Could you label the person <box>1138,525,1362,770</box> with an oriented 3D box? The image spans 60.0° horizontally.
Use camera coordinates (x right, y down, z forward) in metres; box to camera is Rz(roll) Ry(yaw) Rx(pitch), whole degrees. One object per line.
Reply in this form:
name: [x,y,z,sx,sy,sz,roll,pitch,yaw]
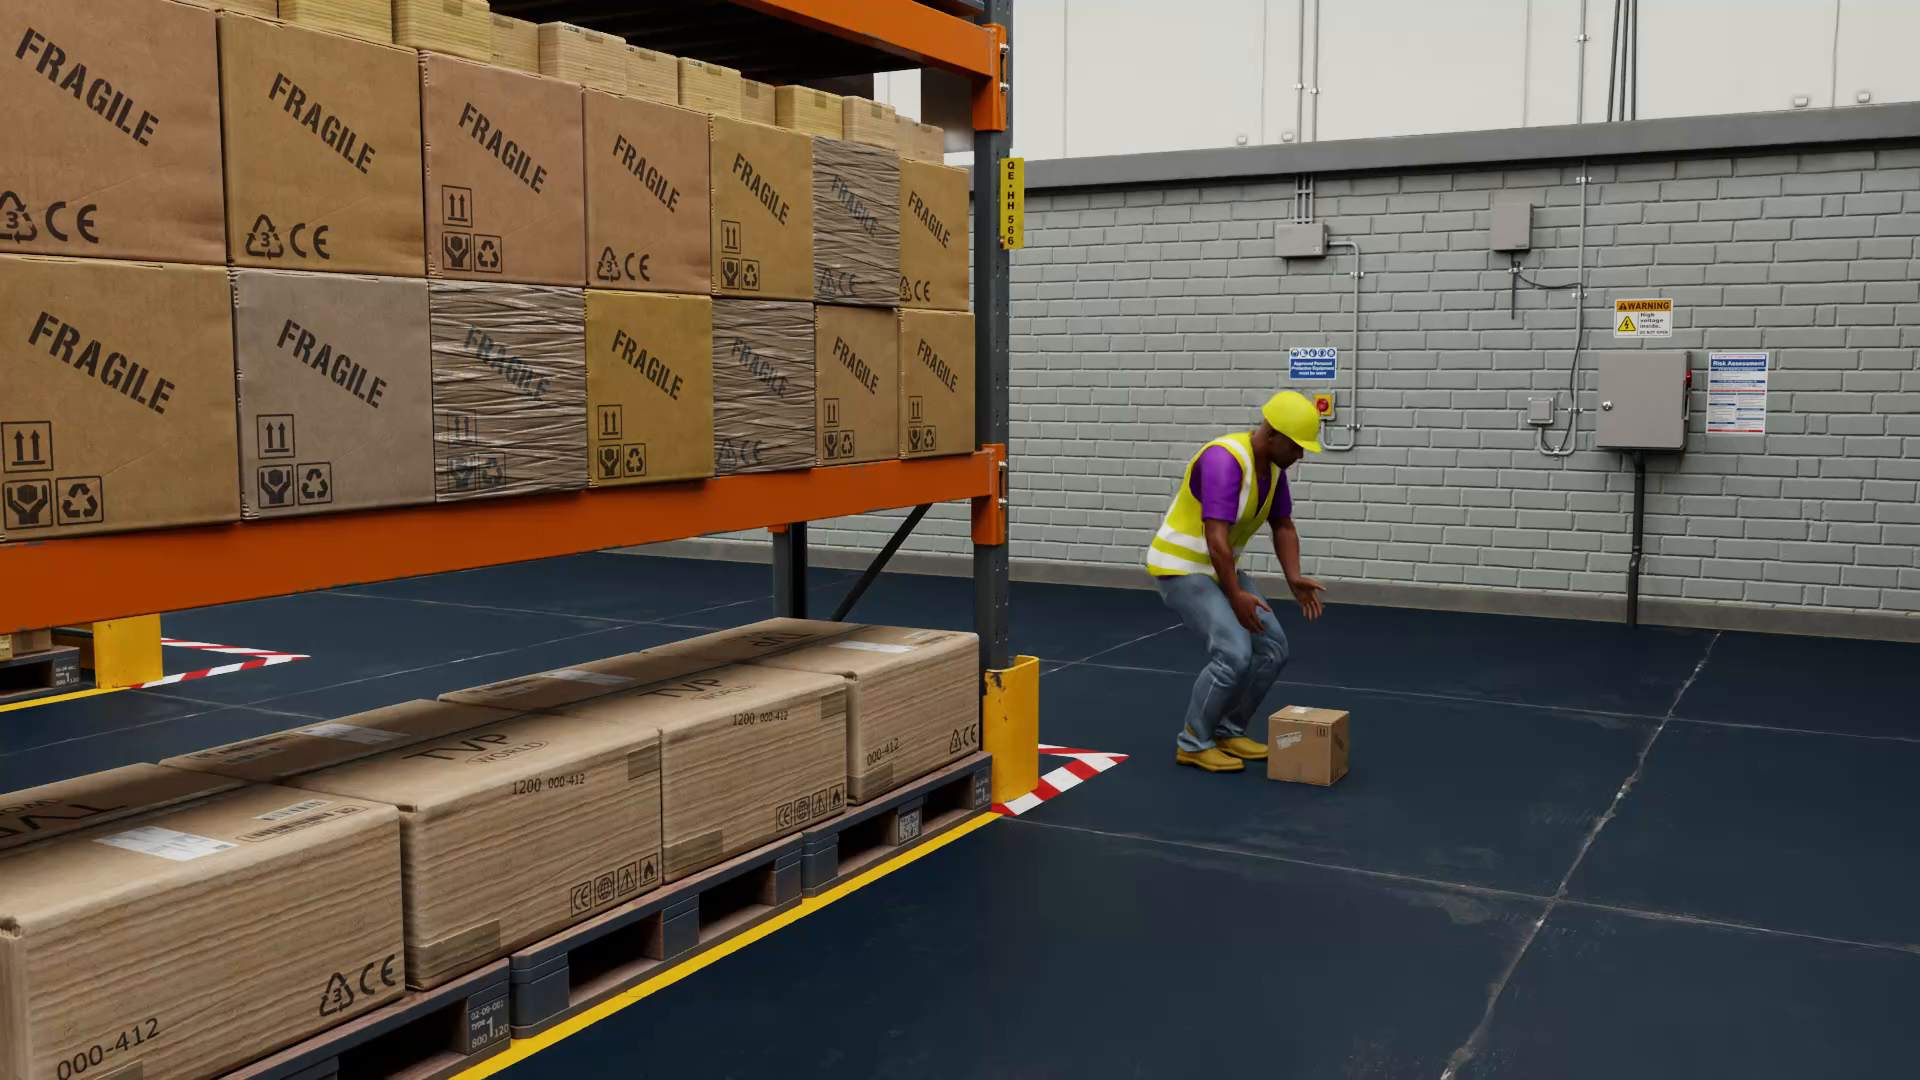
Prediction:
person: [1.192,0.420,6.737,0.876,0.996,0.585,5,8,40]
